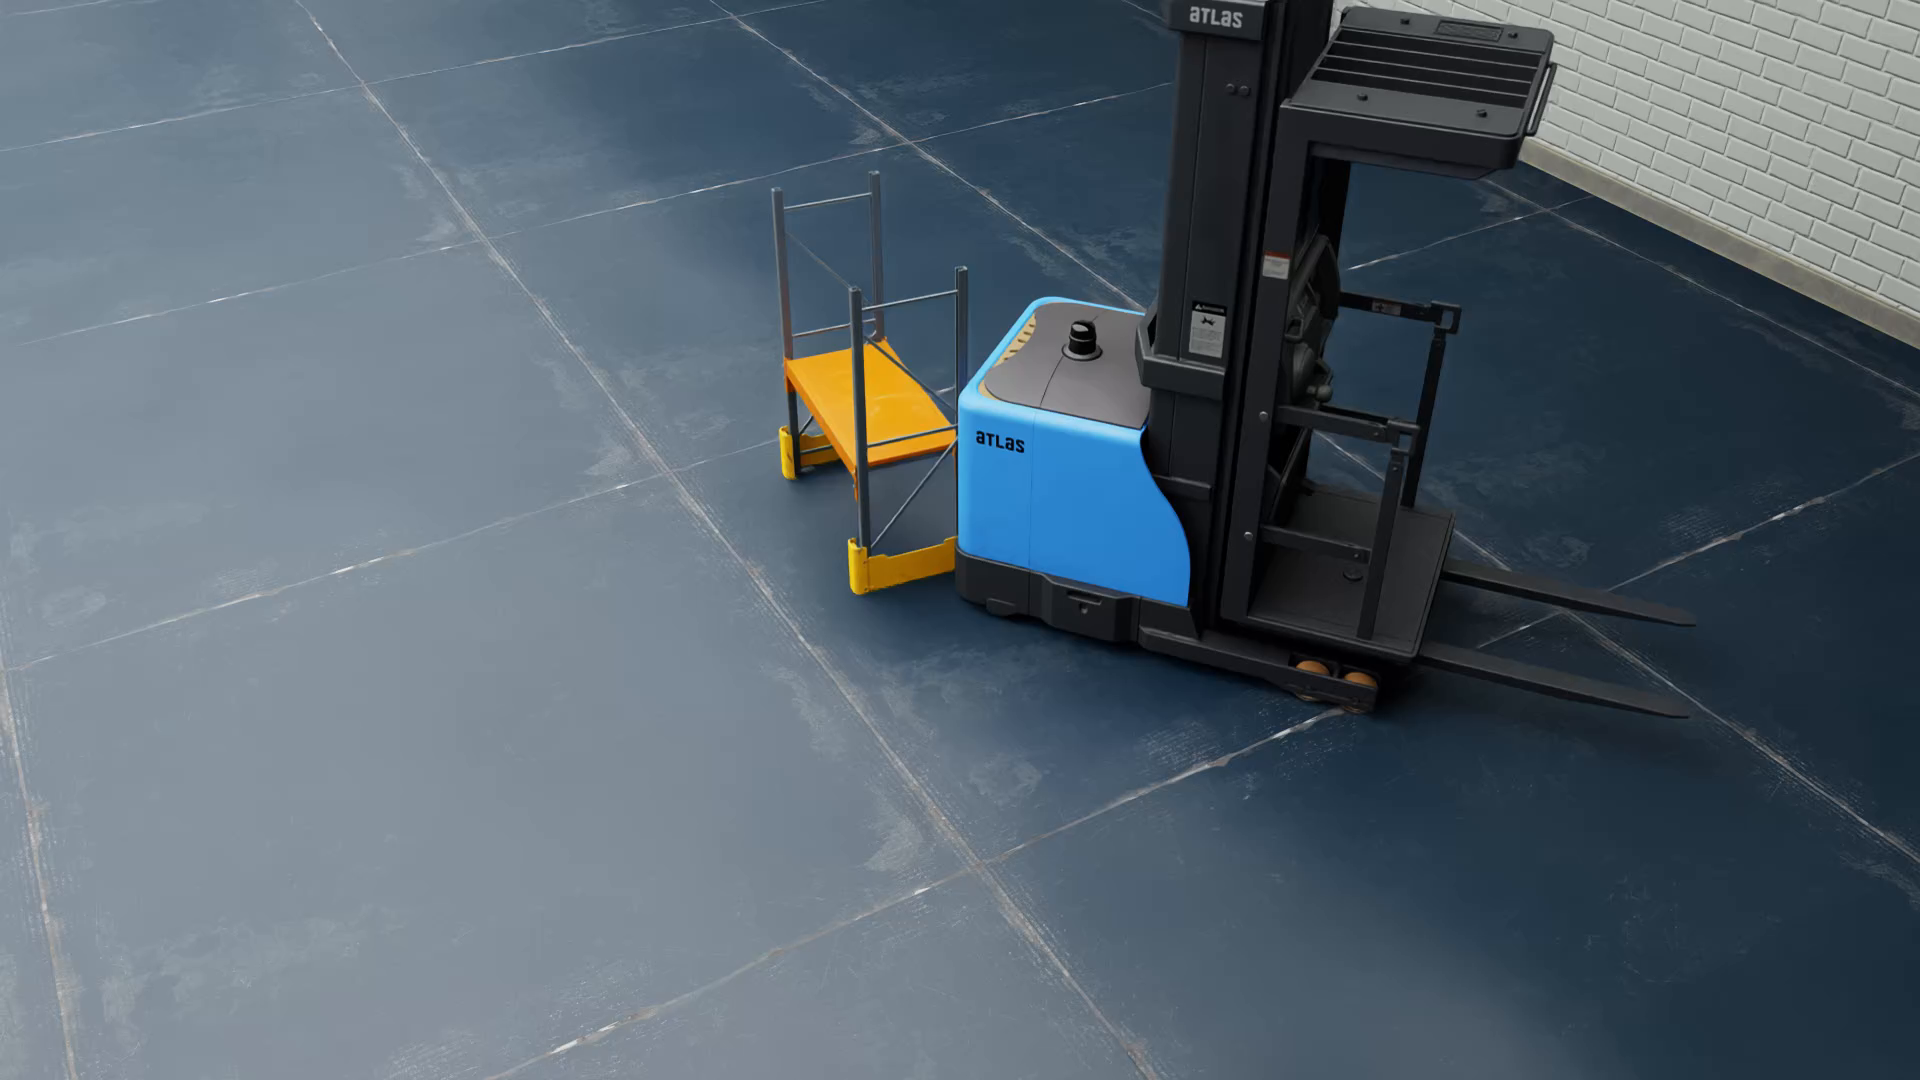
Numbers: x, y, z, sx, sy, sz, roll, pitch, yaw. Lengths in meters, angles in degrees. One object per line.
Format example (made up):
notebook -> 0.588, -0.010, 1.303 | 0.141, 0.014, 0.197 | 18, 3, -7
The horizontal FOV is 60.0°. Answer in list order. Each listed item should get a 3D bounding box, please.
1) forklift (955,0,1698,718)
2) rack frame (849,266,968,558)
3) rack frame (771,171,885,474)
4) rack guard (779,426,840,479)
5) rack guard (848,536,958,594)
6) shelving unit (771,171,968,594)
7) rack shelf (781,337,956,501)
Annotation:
forklift -> 1.546, -0.835, 6.408 | 3.031, 2.935, 1.130 | 13, 38, 18
rack frame -> -0.204, -0.438, 7.079 | 0.500, 1.500, 0.032 | -14, 38, -18
rack frame -> -0.596, -0.992, 7.836 | 0.500, 1.500, 0.032 | -14, 38, -18
rack guard -> -0.596, -0.486, 8.204 | 0.587, 0.250, 0.087 | -14, 38, -18
rack guard -> -0.212, 0.056, 7.462 | 0.587, 0.250, 0.087 | -14, 38, -18
shelving unit -> -0.404, -0.720, 7.464 | 0.587, 1.500, 1.083 | -14, 38, -18
rack shelf -> -0.400, -0.570, 7.563 | 0.538, 0.185, 1.000 | -14, 38, -18
